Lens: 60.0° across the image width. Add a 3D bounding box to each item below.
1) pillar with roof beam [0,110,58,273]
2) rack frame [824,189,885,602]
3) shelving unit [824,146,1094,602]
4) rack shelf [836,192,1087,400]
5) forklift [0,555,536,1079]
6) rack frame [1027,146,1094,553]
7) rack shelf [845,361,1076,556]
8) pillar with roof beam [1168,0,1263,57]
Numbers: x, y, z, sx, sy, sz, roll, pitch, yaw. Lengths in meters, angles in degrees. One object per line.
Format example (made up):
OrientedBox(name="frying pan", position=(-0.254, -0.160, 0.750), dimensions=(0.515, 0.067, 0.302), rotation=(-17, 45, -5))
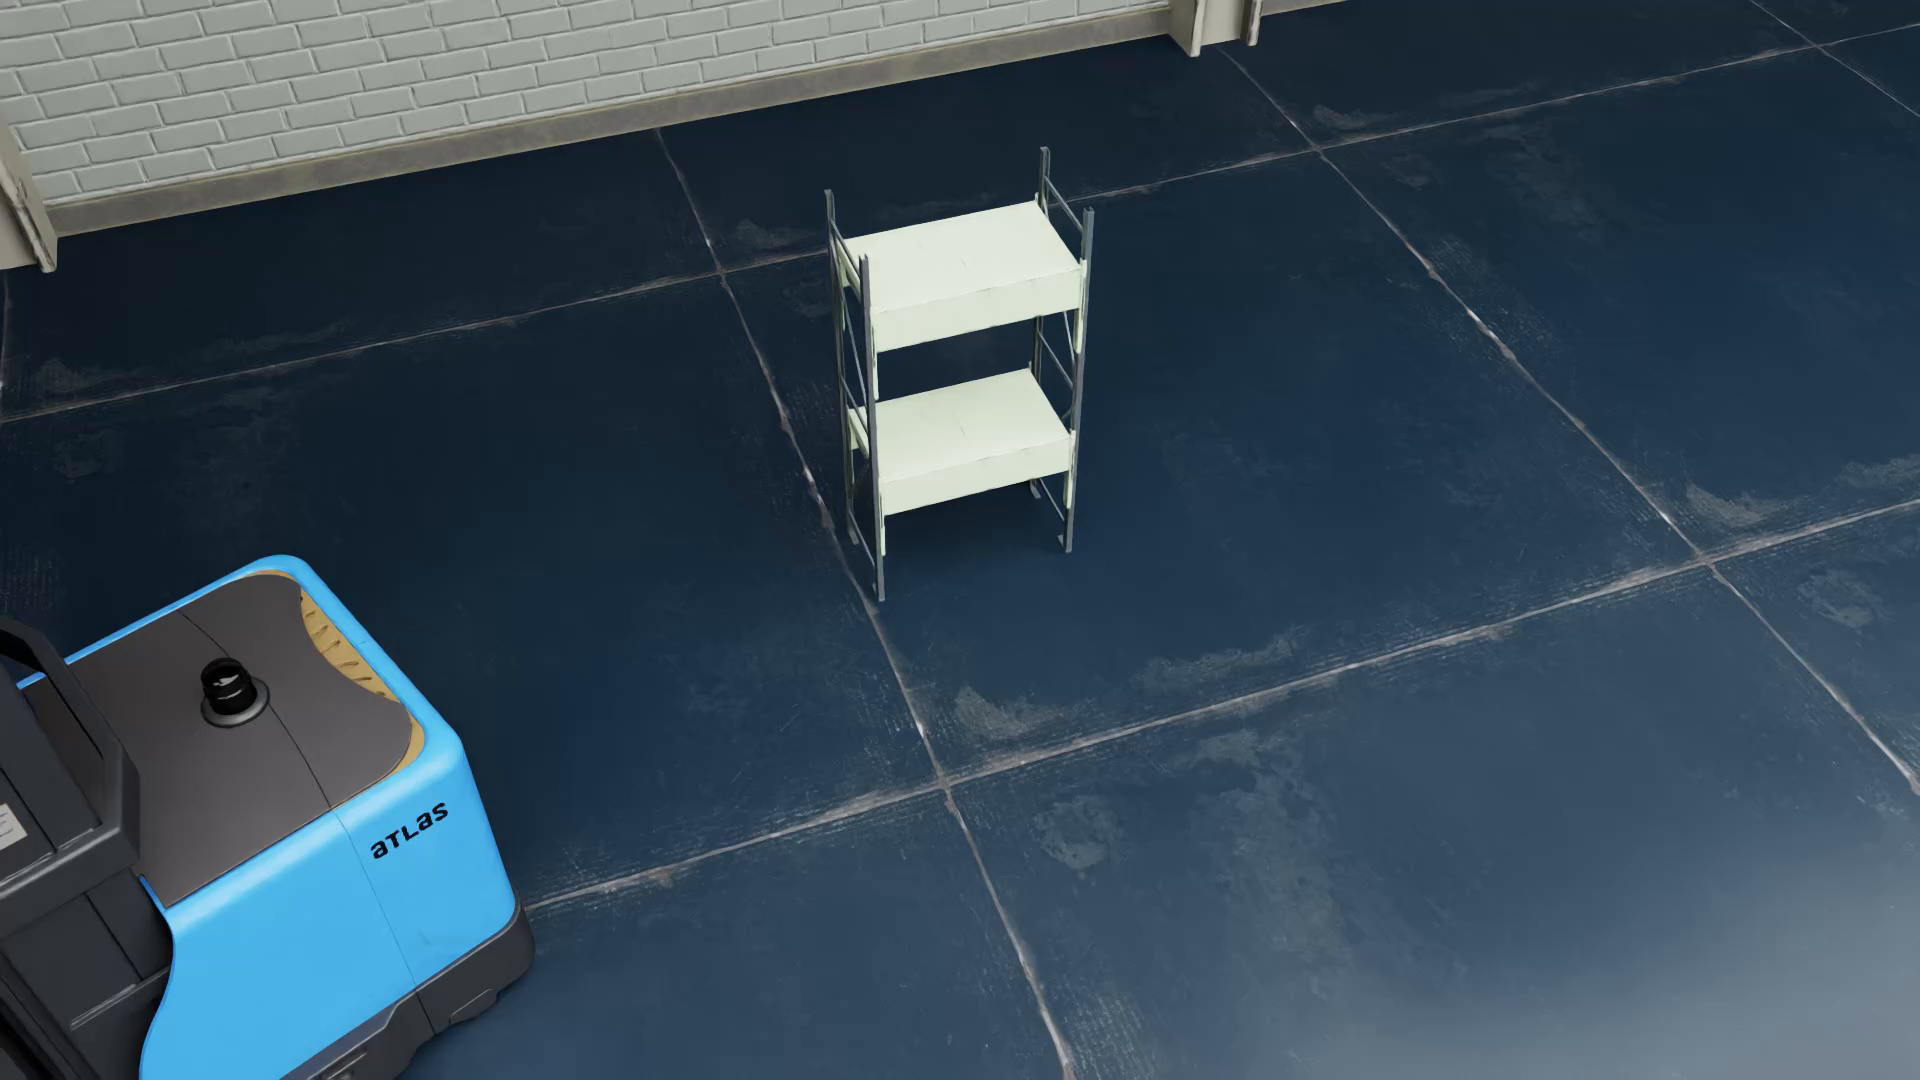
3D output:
OrientedBox(name="pillar with roof beam", position=(-2.829, -1.571, 1.462), dimensions=(0.400, 9.000, 9.100), rotation=(-14, 47, -14))
OrientedBox(name="rack frame", position=(-0.351, -0.440, 5.629), dimensions=(0.023, 1.500, 0.400), rotation=(-14, 47, -14))
OrientedBox(name="shelving unit", position=(-0.006, -0.528, 5.717), dimensions=(0.755, 1.500, 0.431), rotation=(-14, 47, -14))
OrientedBox(name="rack shelf", position=(-0.006, -0.803, 5.441), dimensions=(0.720, 0.370, 0.431), rotation=(-14, 47, -14))
OrientedBox(name="forklift", position=(-2.689, 0.693, 3.490), dimensions=(3.031, 2.935, 1.130), rotation=(-33, 54, -28))
OrientedBox(name="rack frame", position=(0.338, -0.616, 5.805), dimensions=(0.023, 1.500, 0.400), rotation=(-14, 47, -14))
OrientedBox(name="rack shelf", position=(-0.006, -0.298, 5.948), dimensions=(0.720, 0.370, 0.431), rotation=(-14, 47, -14))
OrientedBox(name="pillar with roof beam", position=(2.814, -3.014, 2.900), dimensions=(0.400, 9.000, 9.100), rotation=(-14, 47, -14))
